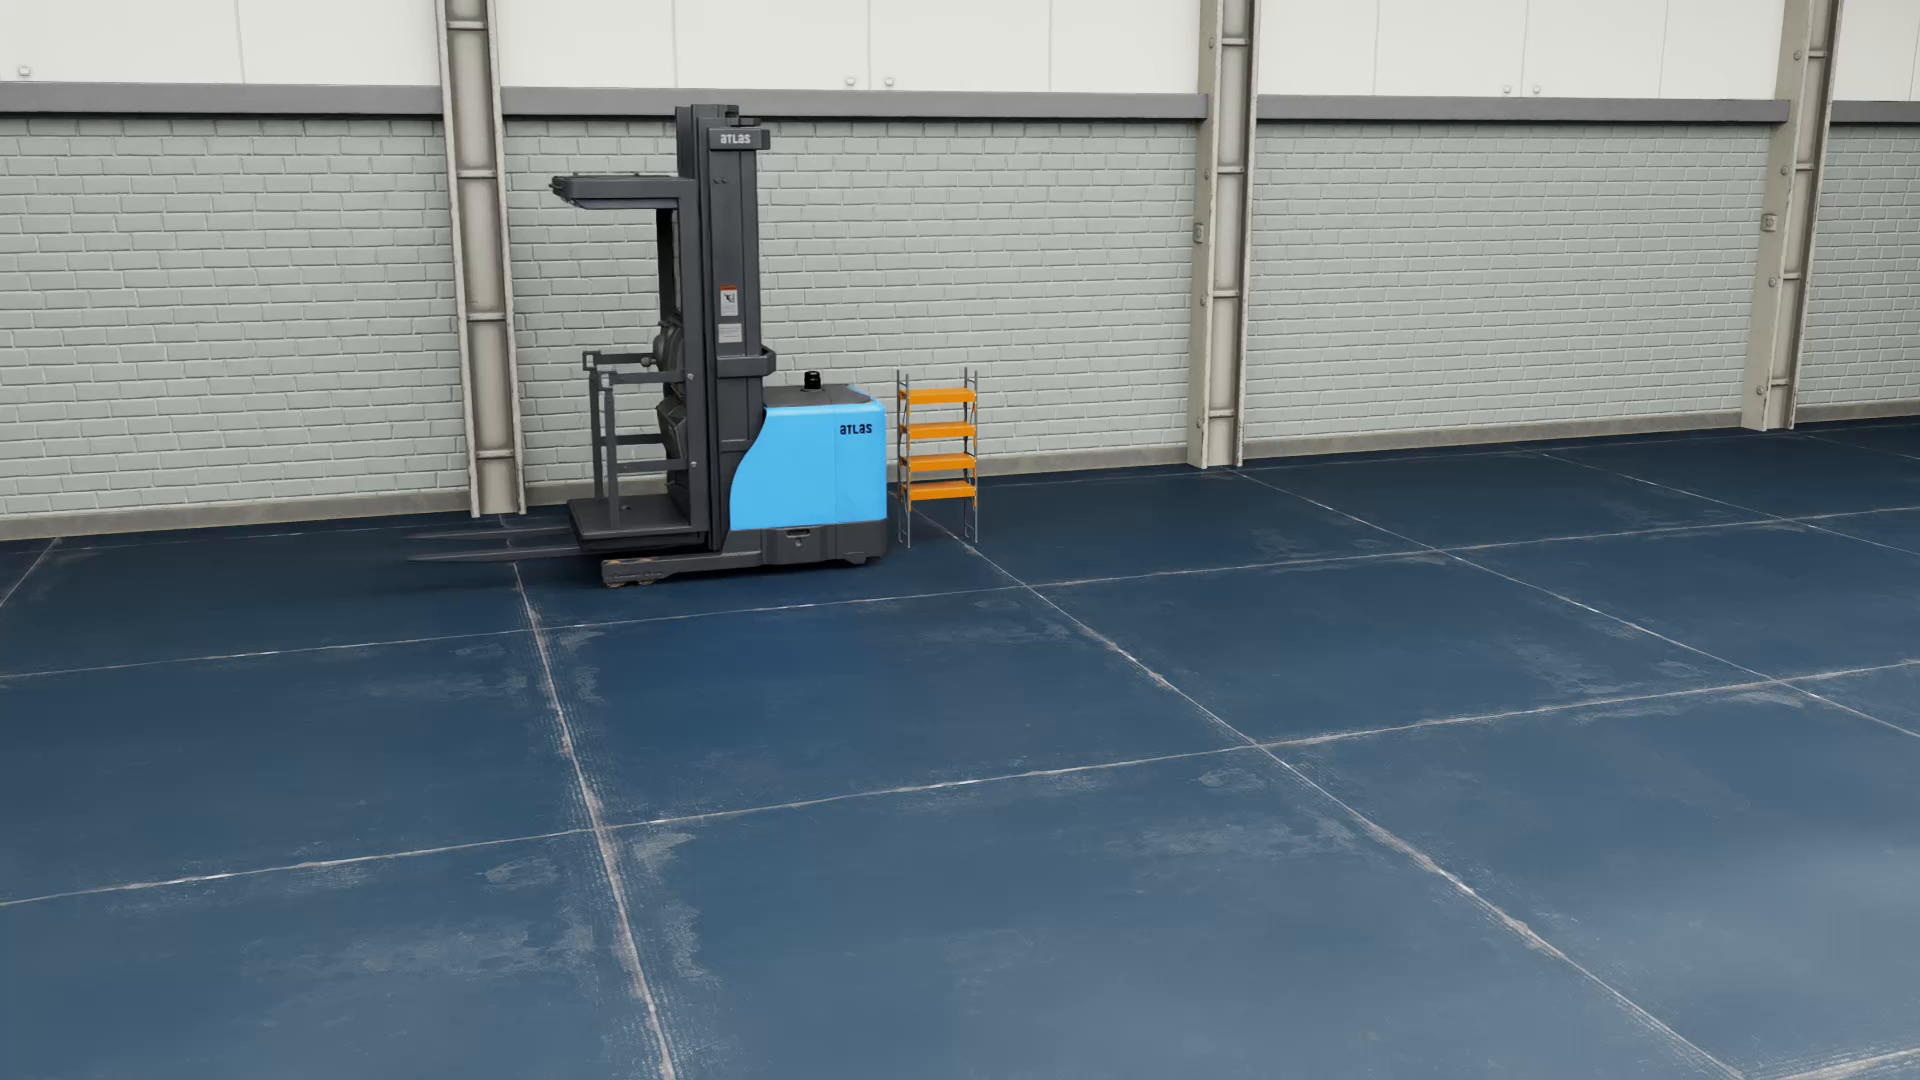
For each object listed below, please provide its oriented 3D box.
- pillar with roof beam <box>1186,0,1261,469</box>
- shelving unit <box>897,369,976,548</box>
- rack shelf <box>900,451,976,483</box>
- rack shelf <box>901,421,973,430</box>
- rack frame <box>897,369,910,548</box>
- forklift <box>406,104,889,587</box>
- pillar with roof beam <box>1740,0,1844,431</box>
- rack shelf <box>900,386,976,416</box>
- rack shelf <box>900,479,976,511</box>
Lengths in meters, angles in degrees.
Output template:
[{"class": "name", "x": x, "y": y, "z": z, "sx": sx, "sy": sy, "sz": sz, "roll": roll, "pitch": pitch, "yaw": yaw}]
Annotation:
[{"class": "pillar with roof beam", "x": 3.574, "y": -4.092, "z": 9.400, "sx": 0.400, "sy": 9.000, "sz": 9.100, "roll": -4, "pitch": 14, "yaw": -18}, {"class": "shelving unit", "x": -0.162, "y": -0.571, "z": 11.451, "sx": 0.492, "sy": 1.200, "sz": 0.258, "roll": -4, "pitch": 14, "yaw": -18}, {"class": "rack shelf", "x": -0.157, "y": -0.506, "z": 11.468, "sx": 0.480, "sy": 0.148, "sz": 0.258, "roll": -4, "pitch": 14, "yaw": -18}, {"class": "rack shelf", "x": -0.157, "y": -0.776, "z": 11.404, "sx": 0.457, "sy": 0.021, "sz": 0.221, "roll": -4, "pitch": 14, "yaw": -18}, {"class": "rack frame", "x": -0.388, "y": -0.553, "z": 11.377, "sx": 0.015, "sy": 1.200, "sz": 0.240, "roll": -4, "pitch": 14, "yaw": -18}, {"class": "forklift", "x": -2.043, "y": -1.267, "z": 10.635, "sx": 3.031, "sy": 2.935, "sz": 1.130, "roll": -4, "pitch": 14, "yaw": -17}, {"class": "pillar with roof beam", "x": 9.261, "y": -4.535, "z": 11.262, "sx": 0.400, "sy": 9.000, "sz": 9.100, "roll": -4, "pitch": 14, "yaw": -18}, {"class": "rack shelf", "x": -0.157, "y": -0.954, "z": 11.362, "sx": 0.480, "sy": 0.148, "sz": 0.258, "roll": -4, "pitch": 14, "yaw": -18}, {"class": "rack shelf", "x": -0.157, "y": -0.313, "z": 11.514, "sx": 0.480, "sy": 0.148, "sz": 0.258, "roll": -4, "pitch": 14, "yaw": -18}]
